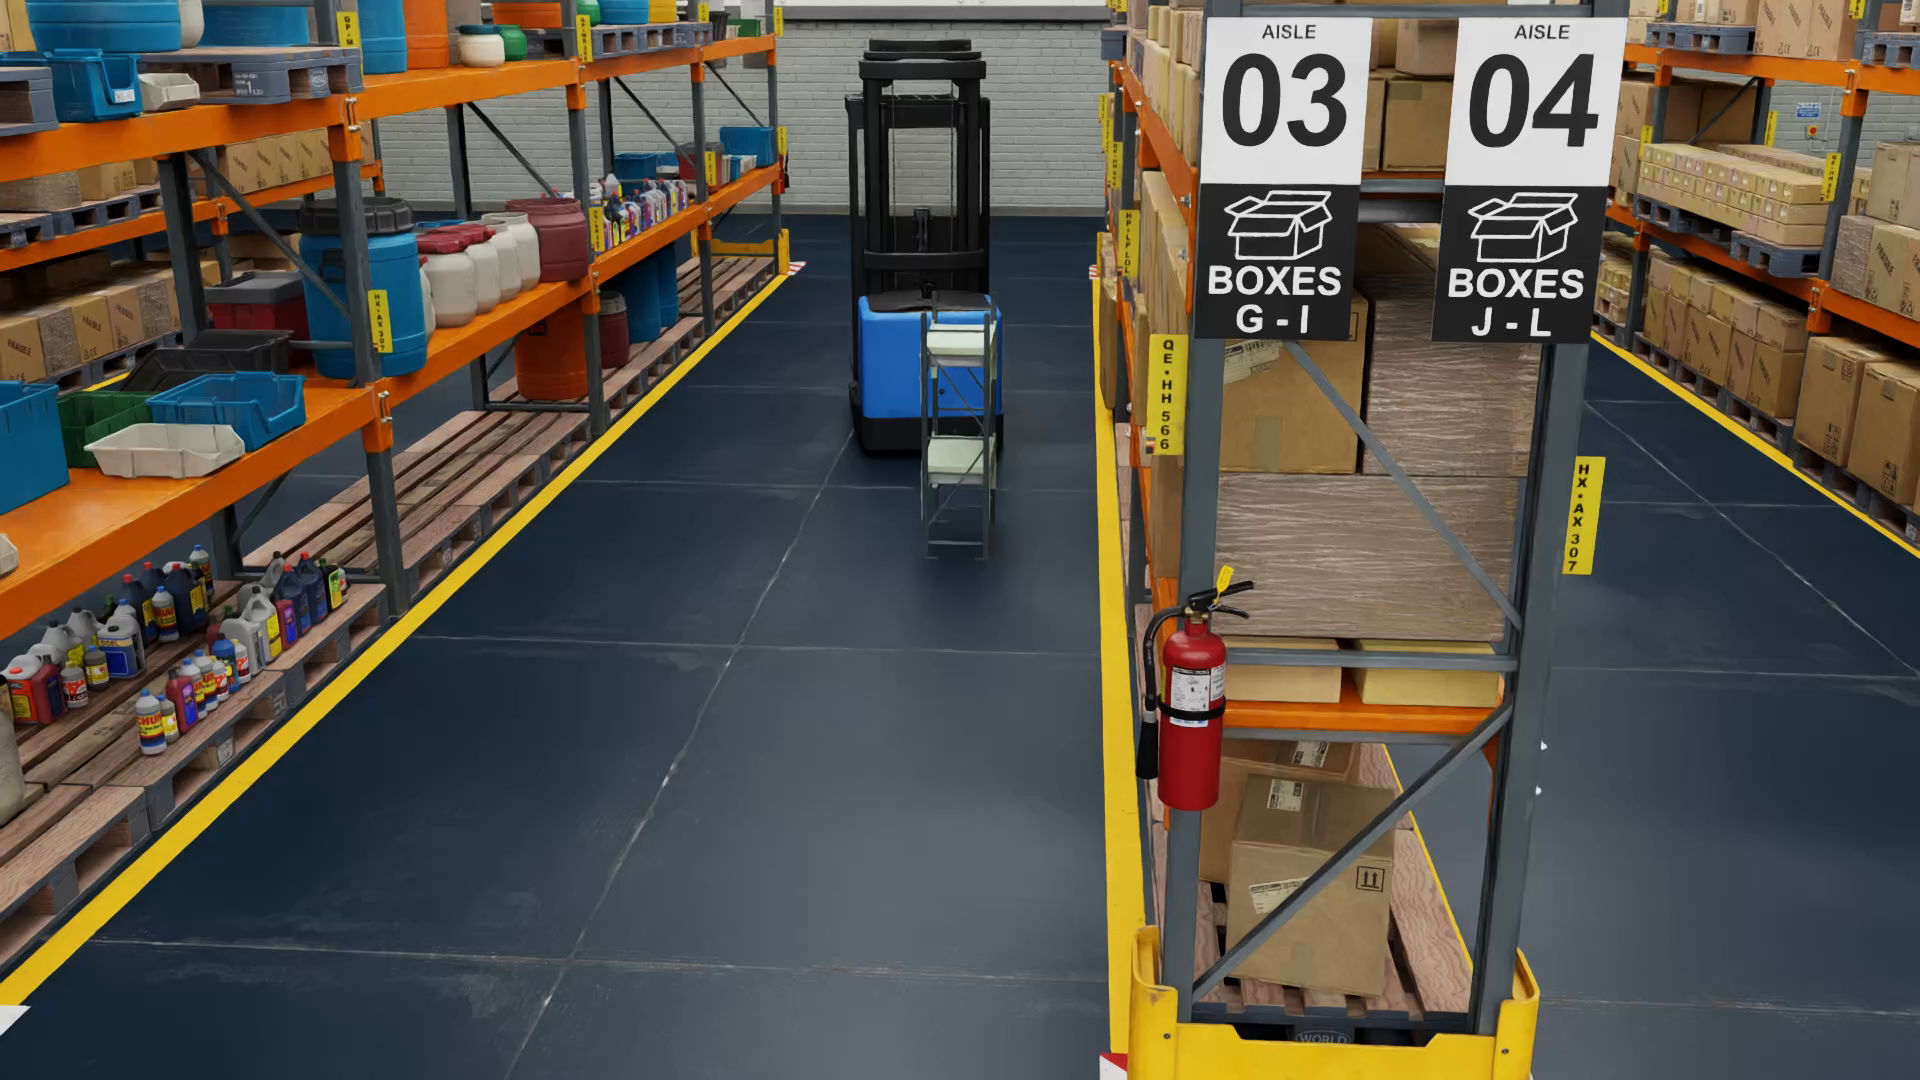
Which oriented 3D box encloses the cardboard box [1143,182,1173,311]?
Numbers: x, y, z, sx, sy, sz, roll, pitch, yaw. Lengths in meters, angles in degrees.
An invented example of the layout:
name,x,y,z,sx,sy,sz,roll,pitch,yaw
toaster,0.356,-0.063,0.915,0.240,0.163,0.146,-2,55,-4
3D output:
name,x,y,z,sx,sy,sz,roll,pitch,yaw
cardboard box,1.067,-1.282,7.273,0.500,0.500,0.500,1,18,4

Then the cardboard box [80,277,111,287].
name,x,y,z,sx,sy,sz,roll,pitch,yaw
cardboard box,-8.268,-2.170,15.535,0.500,0.500,0.500,2,18,5

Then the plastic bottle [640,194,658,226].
name,x,y,z,sx,sy,sz,roll,pitch,yaw
plastic bottle,-2.774,-2.930,14.746,0.152,0.276,0.135,1,18,4

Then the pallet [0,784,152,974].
name,x,y,z,sx,sy,sz,roll,pitch,yaw
pallet,-3.818,1.273,6.199,1.003,0.211,1.213,1,18,4

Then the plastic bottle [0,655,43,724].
name,x,y,z,sx,sy,sz,roll,pitch,yaw
plastic bottle,-4.100,0.652,7.283,0.152,0.276,0.135,1,18,4

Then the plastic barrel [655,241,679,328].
name,x,y,z,sx,sy,sz,roll,pitch,yaw
plastic barrel,-3.036,-2.536,16.041,0.600,0.901,0.708,1,18,4

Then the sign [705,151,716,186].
name,x,y,z,sx,sy,sz,roll,pitch,yaw
sign,-2.431,-3.621,16.212,0.100,0.325,0.005,1,18,4

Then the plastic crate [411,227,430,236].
name,x,y,z,sx,sy,sz,roll,pitch,yaw
plastic crate,-3.687,-1.795,10.982,0.402,0.464,0.583,1,18,4

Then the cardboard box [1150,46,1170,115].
name,x,y,z,sx,sy,sz,roll,pitch,yaw
cardboard box,1.020,-1.809,6.549,0.500,0.250,0.500,1,18,2

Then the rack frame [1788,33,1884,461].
name,x,y,z,sx,sy,sz,roll,pitch,yaw
rack frame,6.614,-2.007,11.732,1.000,3.000,0.127,1,18,4

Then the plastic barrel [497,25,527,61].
name,x,y,z,sx,sy,sz,roll,pitch,yaw
plastic barrel,-3.233,-3.534,11.823,0.294,0.245,0.294,0,18,0

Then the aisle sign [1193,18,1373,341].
name,x,y,z,sx,sy,sz,roll,pitch,yaw
aisle sign,0.797,-0.888,4.140,0.394,0.787,0.004,1,18,4

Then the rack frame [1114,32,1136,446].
name,x,y,z,sx,sy,sz,roll,pitch,yaw
rack frame,1.674,-2.149,12.166,1.000,3.000,0.127,1,18,4

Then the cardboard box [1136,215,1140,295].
name,x,y,z,sx,sy,sz,roll,pitch,yaw
cardboard box,1.419,-1.696,9.942,0.797,0.503,0.637,3,18,10

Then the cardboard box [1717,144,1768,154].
name,x,y,z,sx,sy,sz,roll,pitch,yaw
cardboard box,7.067,-3.484,15.011,0.380,0.149,0.250,2,18,6

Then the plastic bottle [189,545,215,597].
name,x,y,z,sx,sy,sz,roll,pitch,yaw
plastic bottle,-4.013,0.159,8.796,0.097,0.271,0.097,0,18,0

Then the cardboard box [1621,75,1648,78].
name,x,y,z,sx,sy,sz,roll,pitch,yaw
cardboard box,6.768,-4.546,17.236,0.500,0.500,0.500,1,18,2

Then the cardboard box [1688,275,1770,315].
name,x,y,z,sx,sy,sz,roll,pitch,yaw
cardboard box,6.507,-2.070,14.060,0.500,0.250,0.500,2,18,6

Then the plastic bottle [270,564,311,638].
name,x,y,z,sx,sy,sz,roll,pitch,yaw
plastic bottle,-3.326,0.298,8.244,0.144,0.351,0.185,0,18,1

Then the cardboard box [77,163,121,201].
name,x,y,z,sx,sy,sz,roll,pitch,yaw
cardboard box,-7.985,-3.311,14.876,0.700,0.500,0.500,-3,18,-10

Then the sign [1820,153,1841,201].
name,x,y,z,sx,sy,sz,roll,pitch,yaw
sign,6.072,-2.529,11.592,0.100,0.325,0.005,1,18,4

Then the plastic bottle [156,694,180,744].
name,x,y,z,sx,sy,sz,roll,pitch,yaw
plastic bottle,-3.392,0.757,7.083,0.097,0.201,0.097,0,18,0

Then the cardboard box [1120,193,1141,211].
name,x,y,z,sx,sy,sz,roll,pitch,yaw
cardboard box,1.462,-2.356,12.635,0.500,0.500,0.500,2,18,6

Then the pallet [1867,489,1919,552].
name,x,y,z,sx,sy,sz,roll,pitch,yaw
pallet,6.392,-0.061,10.271,1.003,0.211,1.213,1,18,4

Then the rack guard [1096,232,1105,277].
name,x,y,z,sx,sy,sz,roll,pitch,yaw
rack guard,2.249,-3.454,20.160,1.175,0.500,0.348,1,18,4

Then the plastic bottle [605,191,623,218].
name,x,y,z,sx,sy,sz,roll,pitch,yaw
plastic bottle,-2.959,-2.806,14.247,0.144,0.351,0.185,1,18,4

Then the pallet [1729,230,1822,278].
name,x,y,z,sx,sy,sz,roll,pitch,yaw
pallet,6.559,-2.140,12.444,1.213,0.211,1.003,1,18,4

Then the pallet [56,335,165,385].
name,x,y,z,sx,sy,sz,roll,pitch,yaw
pallet,-8.025,-1.656,15.137,1.003,0.211,1.213,1,18,4

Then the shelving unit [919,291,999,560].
name,x,y,z,sx,sy,sz,roll,pitch,yaw
shelving unit,0.000,-0.711,10.183,0.431,1.500,0.755,1,18,4

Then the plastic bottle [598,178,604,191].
name,x,y,z,sx,sy,sz,roll,pitch,yaw
plastic bottle,-3.441,-3.301,15.868,0.061,0.283,0.133,1,18,4

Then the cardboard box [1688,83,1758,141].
name,x,y,z,sx,sy,sz,roll,pitch,yaw
cardboard box,7.176,-4.048,15.717,0.500,0.500,0.500,2,18,5

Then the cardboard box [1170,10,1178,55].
name,x,y,z,sx,sy,sz,roll,pitch,yaw
cardboard box,0.910,-1.706,5.594,0.380,0.149,0.250,0,18,1

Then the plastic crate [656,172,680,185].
name,x,y,z,sx,sy,sz,roll,pitch,yaw
plastic crate,-3.167,-3.754,17.407,0.437,0.125,0.590,1,18,4

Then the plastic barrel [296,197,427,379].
name,x,y,z,sx,sy,sz,roll,pitch,yaw
plastic barrel,-3.223,-1.369,8.979,0.600,0.901,0.708,1,18,4

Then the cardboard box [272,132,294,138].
name,x,y,z,sx,sy,sz,roll,pitch,yaw
cardboard box,-7.532,-4.597,17.868,0.500,0.500,0.500,1,18,2

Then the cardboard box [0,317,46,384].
name,x,y,z,sx,sy,sz,roll,pitch,yaw
cardboard box,-7.889,-1.528,13.577,0.500,0.500,0.500,2,18,6

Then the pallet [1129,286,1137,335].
name,x,y,z,sx,sy,sz,roll,pitch,yaw
pallet,1.573,-1.443,10.316,1.003,0.211,1.213,1,18,4

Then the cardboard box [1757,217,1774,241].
name,x,y,z,sx,sy,sz,roll,pitch,yaw
cardboard box,6.210,-2.328,12.440,0.380,0.149,0.250,1,18,4

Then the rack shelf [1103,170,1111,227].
name,x,y,z,sx,sy,sz,roll,pitch,yaw
rack shelf,2.104,-3.671,17.965,1.077,0.370,4.000,1,18,4

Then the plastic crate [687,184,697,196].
name,x,y,z,sx,sy,sz,roll,pitch,yaw
plastic crate,-2.804,-3.547,16.757,0.396,0.136,0.243,1,18,4

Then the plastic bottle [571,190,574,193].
name,x,y,z,sx,sy,sz,roll,pitch,yaw
plastic bottle,-3.459,-3.021,15.023,0.152,0.276,0.135,1,18,4

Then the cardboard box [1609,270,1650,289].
name,x,y,z,sx,sy,sz,roll,pitch,yaw
cardboard box,6.645,-2.574,16.409,0.380,0.149,0.250,2,18,5

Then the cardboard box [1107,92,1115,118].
name,x,y,z,sx,sy,sz,roll,pitch,yaw
cardboard box,1.908,-4.762,18.698,0.500,0.500,0.500,1,18,3

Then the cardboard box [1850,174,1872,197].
name,x,y,z,sx,sy,sz,roll,pitch,yaw
cardboard box,6.879,-2.669,12.525,0.380,0.149,0.250,1,18,4

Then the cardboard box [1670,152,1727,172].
name,x,y,z,sx,sy,sz,roll,pitch,yaw
cardboard box,6.358,-3.257,14.318,0.380,0.149,0.250,1,18,3

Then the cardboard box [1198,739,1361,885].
name,x,y,z,sx,sy,sz,roll,pitch,yaw
cardboard box,1.171,0.943,6.066,0.500,0.500,0.500,6,19,18

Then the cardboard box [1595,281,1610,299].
name,x,y,z,sx,sy,sz,roll,pitch,yaw
cardboard box,6.615,-2.509,16.688,0.380,0.149,0.250,1,18,2

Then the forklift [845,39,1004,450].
name,x,y,z,sx,sy,sz,roll,pitch,yaw
forklift,-0.338,-2.465,13.237,1.130,2.935,3.031,-2,18,-5

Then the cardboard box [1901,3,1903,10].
name,x,y,z,sx,sy,sz,roll,pitch,yaw
cardboard box,6.430,-3.460,10.917,0.380,0.149,0.250,1,18,2

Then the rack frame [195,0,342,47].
name,x,y,z,sx,sy,sz,roll,pitch,yaw
rack frame,-3.553,-3.869,7.777,1.000,3.000,0.127,1,18,4

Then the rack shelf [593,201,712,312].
name,x,y,z,sx,sy,sz,roll,pitch,yaw
rack shelf,-3.123,-2.539,14.511,1.077,0.370,4.000,1,18,4

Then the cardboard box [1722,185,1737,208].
name,x,y,z,sx,sy,sz,roll,pitch,yaw
cardboard box,6.267,-2.712,13.134,0.380,0.149,0.250,1,18,4

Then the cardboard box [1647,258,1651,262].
name,x,y,z,sx,sy,sz,roll,pitch,yaw
cardboard box,7.275,-2.802,17.106,0.380,0.149,0.250,2,18,5

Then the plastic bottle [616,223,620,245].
name,x,y,z,sx,sy,sz,roll,pitch,yaw
plastic bottle,-2.835,-2.513,13.595,0.097,0.201,0.097,0,18,0

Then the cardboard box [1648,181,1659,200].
name,x,y,z,sx,sy,sz,roll,pitch,yaw
cardboard box,6.400,-3.132,14.892,0.380,0.149,0.250,2,18,5
